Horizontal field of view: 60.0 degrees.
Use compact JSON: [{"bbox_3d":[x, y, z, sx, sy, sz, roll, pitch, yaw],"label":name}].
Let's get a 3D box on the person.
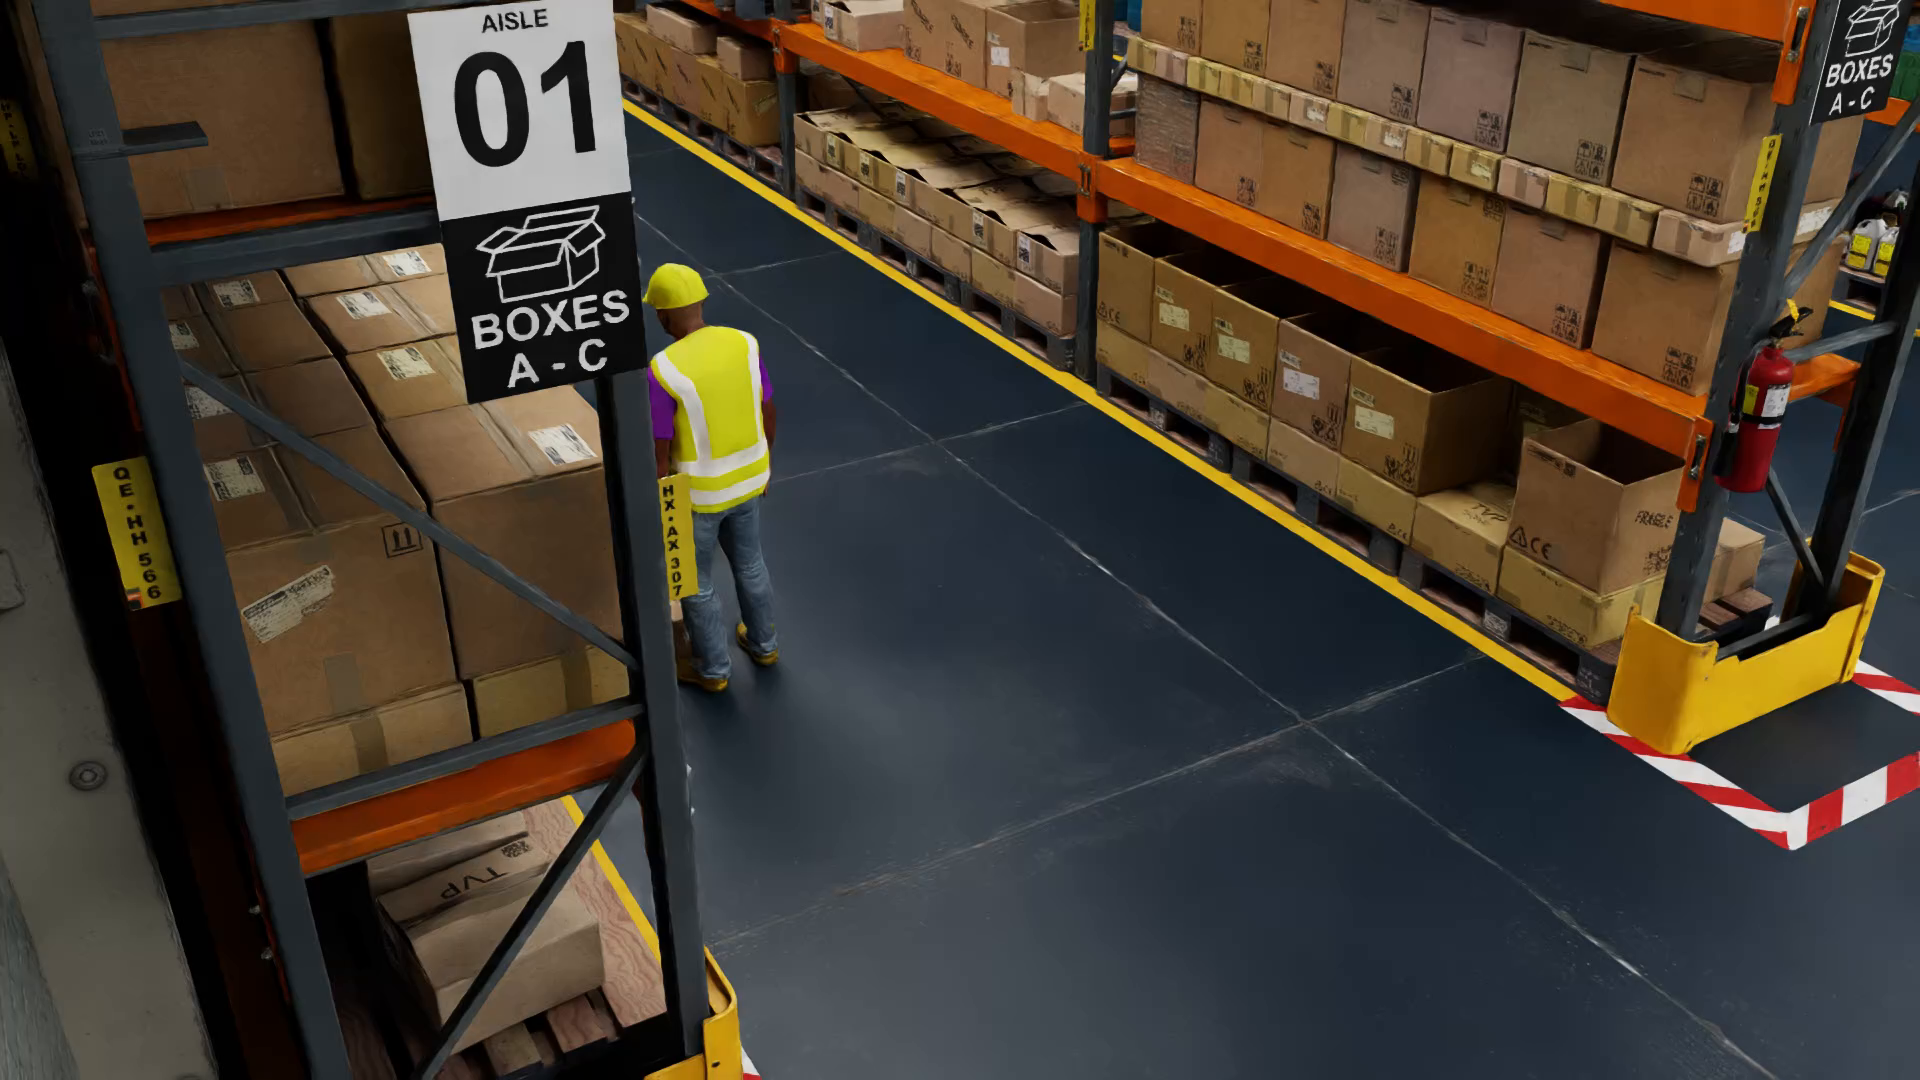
[{"bbox_3d":[-0.992,-0.234,6.531,0.632,1.760,0.463,-25,37,-38],"label":"person"}]
